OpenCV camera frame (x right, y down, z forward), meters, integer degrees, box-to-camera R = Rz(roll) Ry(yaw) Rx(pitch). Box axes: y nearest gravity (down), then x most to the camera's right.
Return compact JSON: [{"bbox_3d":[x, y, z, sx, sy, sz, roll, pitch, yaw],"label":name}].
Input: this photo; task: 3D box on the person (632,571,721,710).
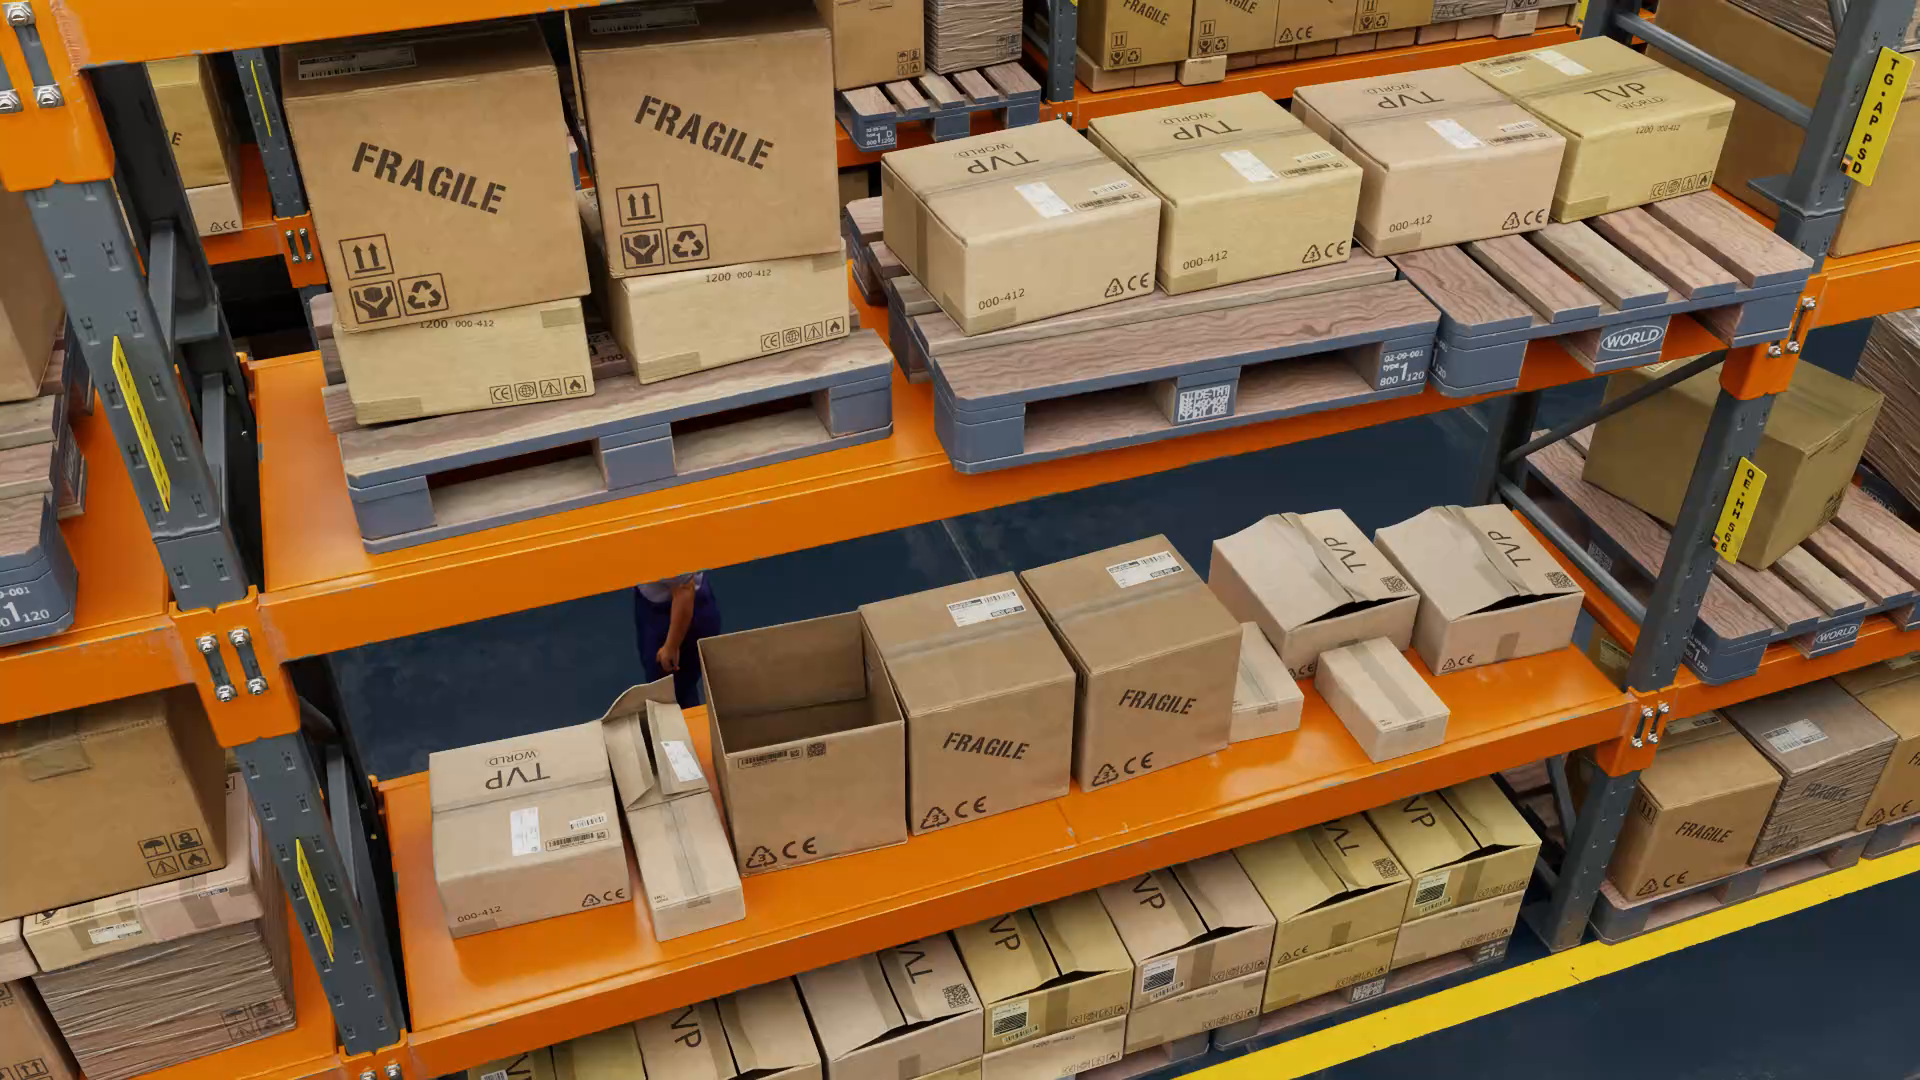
[{"bbox_3d":[-1.152,0.277,6.434,0.413,1.652,0.538,-12,40,-15],"label":"person"}]
